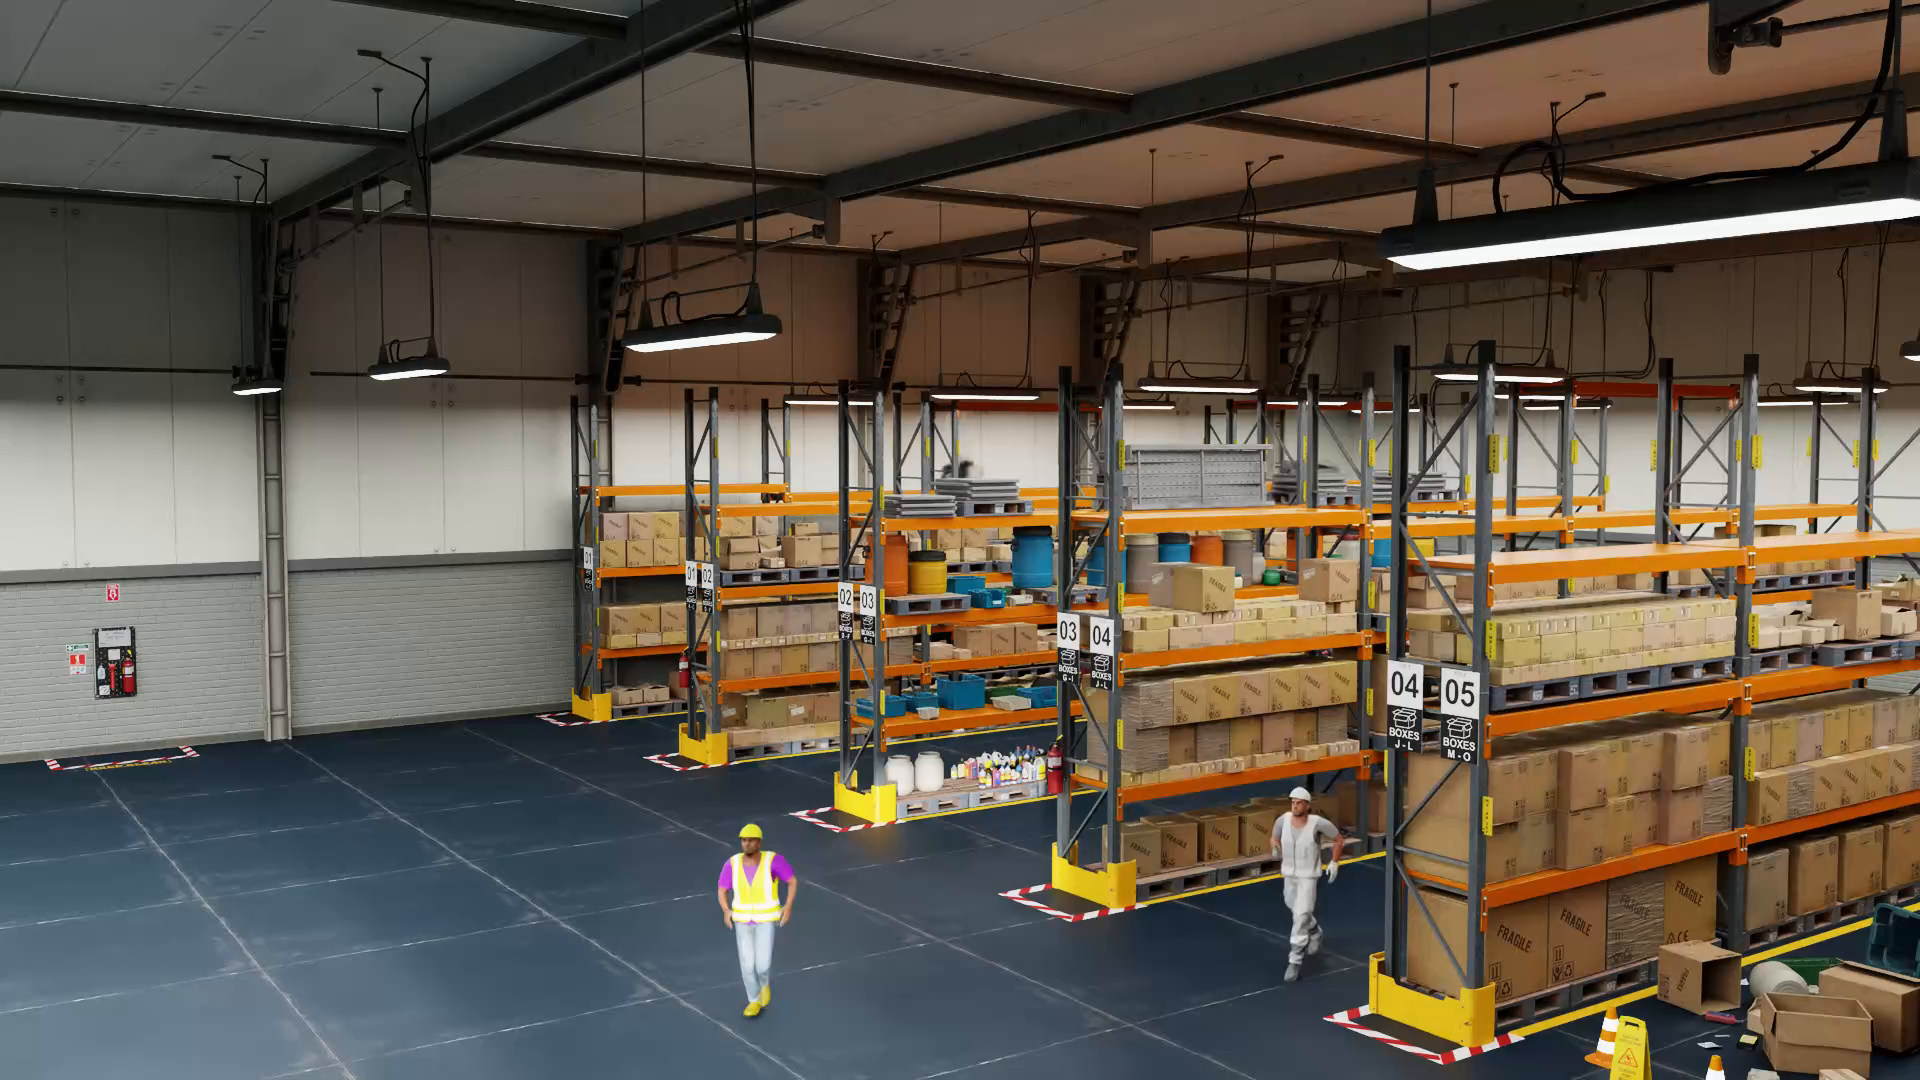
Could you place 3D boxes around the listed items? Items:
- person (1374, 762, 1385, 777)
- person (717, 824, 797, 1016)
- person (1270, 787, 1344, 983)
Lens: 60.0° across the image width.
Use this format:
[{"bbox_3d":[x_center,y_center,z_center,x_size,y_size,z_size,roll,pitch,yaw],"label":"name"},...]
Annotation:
[{"bbox_3d":[6.367,2.827,25.255,0.665,1.641,0.566,-3,5,-44],"label":"person"},{"bbox_3d":[-1.838,3.407,14.883,0.709,1.723,0.513,0,3,3],"label":"person"},{"bbox_3d":[3.326,3.295,16.217,0.688,1.799,0.927,3,4,39],"label":"person"}]
